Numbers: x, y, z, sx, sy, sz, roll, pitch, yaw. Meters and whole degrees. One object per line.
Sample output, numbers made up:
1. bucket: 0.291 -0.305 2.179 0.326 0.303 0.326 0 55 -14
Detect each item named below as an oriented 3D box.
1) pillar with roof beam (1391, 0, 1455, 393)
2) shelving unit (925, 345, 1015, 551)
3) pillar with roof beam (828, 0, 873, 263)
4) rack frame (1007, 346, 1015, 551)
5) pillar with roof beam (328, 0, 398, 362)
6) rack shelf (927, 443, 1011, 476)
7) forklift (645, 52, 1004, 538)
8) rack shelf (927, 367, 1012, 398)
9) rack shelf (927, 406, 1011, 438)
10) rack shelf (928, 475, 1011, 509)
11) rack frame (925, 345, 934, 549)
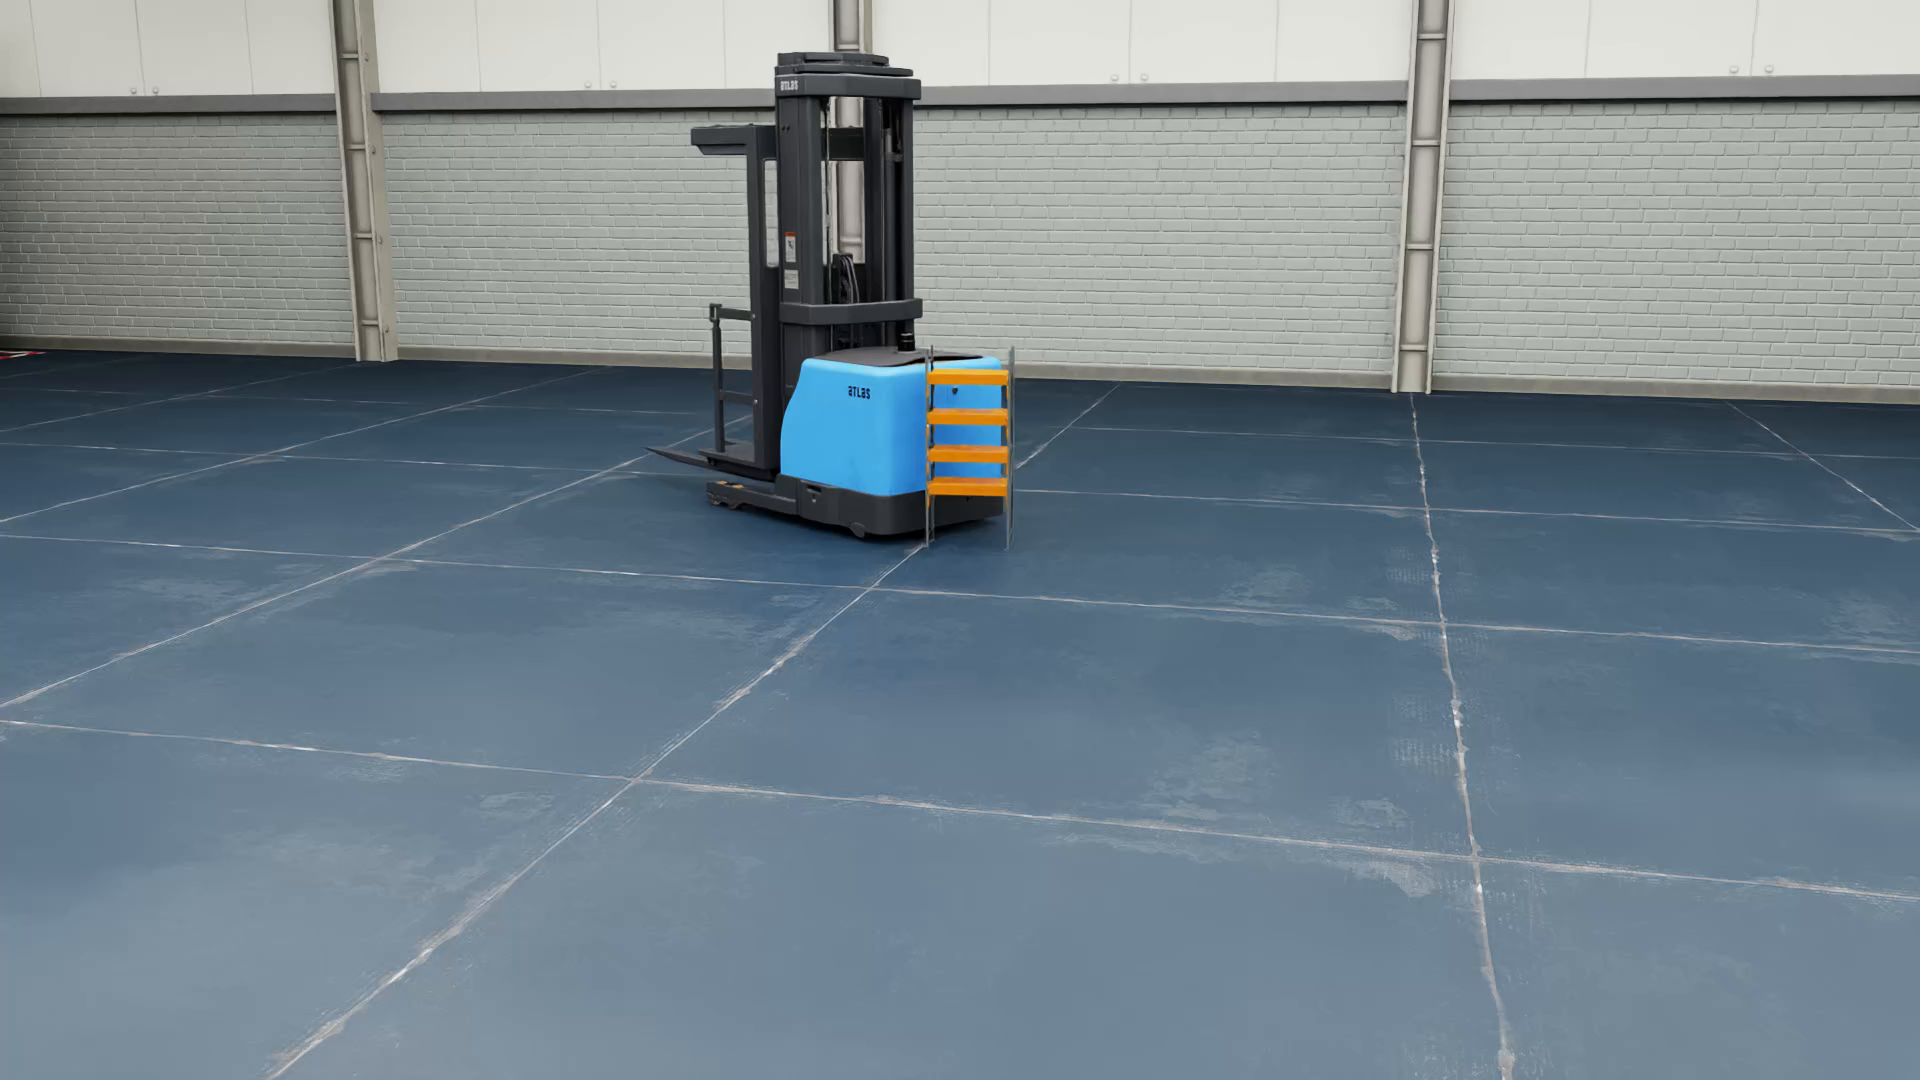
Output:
1. pillar with roof beam: 3.623 -5.028 12.118 0.400 9.000 9.100 3 13 14
2. shelving unit: 0.060 -0.551 9.947 0.503 1.200 0.258 2 13 7
3. pillar with roof beam: -2.202 -5.339 13.522 0.400 9.000 9.100 3 13 14
4. rack frame: 0.302 -0.544 9.917 0.015 1.200 0.240 2 13 7
5. pillar with roof beam: -8.027 -5.650 14.925 0.400 9.000 9.100 3 13 14
6. rack shelf: 0.060 -0.485 9.962 0.480 0.148 0.258 2 13 7
7. forklift: -1.075 -1.701 11.135 1.130 2.935 3.031 -11 17 -40
8. rack shelf: 0.060 -0.935 9.862 0.480 0.148 0.258 2 13 7
9. rack shelf: 0.060 -0.704 9.913 0.480 0.148 0.258 2 13 7
10. rack shelf: 0.060 -0.291 10.005 0.480 0.148 0.258 2 13 7
11. rack frame: -0.182 -0.558 9.978 0.015 1.200 0.240 2 13 7
